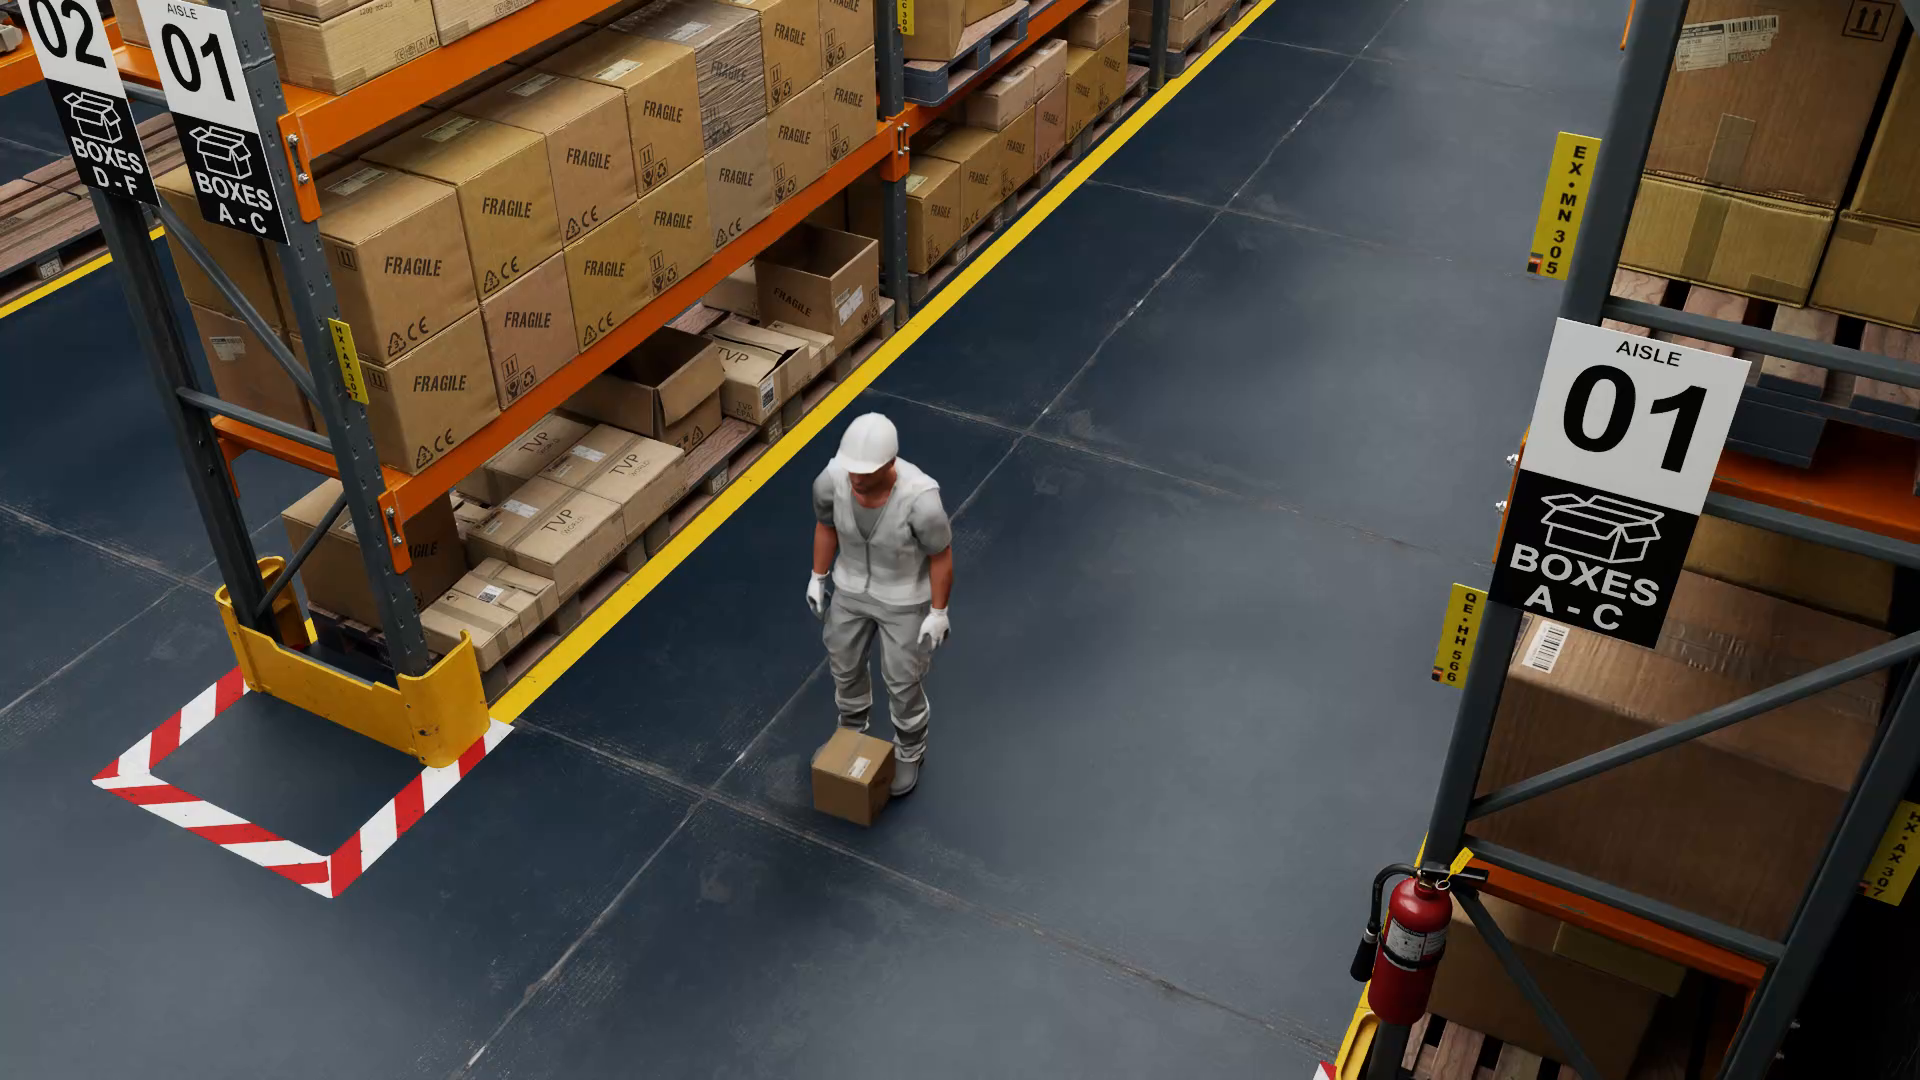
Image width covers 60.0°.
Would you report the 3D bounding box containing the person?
[{"bbox_3d":[-0.320,0.235,6.434,0.607,1.777,0.454,16,40,19],"label":"person"}]
